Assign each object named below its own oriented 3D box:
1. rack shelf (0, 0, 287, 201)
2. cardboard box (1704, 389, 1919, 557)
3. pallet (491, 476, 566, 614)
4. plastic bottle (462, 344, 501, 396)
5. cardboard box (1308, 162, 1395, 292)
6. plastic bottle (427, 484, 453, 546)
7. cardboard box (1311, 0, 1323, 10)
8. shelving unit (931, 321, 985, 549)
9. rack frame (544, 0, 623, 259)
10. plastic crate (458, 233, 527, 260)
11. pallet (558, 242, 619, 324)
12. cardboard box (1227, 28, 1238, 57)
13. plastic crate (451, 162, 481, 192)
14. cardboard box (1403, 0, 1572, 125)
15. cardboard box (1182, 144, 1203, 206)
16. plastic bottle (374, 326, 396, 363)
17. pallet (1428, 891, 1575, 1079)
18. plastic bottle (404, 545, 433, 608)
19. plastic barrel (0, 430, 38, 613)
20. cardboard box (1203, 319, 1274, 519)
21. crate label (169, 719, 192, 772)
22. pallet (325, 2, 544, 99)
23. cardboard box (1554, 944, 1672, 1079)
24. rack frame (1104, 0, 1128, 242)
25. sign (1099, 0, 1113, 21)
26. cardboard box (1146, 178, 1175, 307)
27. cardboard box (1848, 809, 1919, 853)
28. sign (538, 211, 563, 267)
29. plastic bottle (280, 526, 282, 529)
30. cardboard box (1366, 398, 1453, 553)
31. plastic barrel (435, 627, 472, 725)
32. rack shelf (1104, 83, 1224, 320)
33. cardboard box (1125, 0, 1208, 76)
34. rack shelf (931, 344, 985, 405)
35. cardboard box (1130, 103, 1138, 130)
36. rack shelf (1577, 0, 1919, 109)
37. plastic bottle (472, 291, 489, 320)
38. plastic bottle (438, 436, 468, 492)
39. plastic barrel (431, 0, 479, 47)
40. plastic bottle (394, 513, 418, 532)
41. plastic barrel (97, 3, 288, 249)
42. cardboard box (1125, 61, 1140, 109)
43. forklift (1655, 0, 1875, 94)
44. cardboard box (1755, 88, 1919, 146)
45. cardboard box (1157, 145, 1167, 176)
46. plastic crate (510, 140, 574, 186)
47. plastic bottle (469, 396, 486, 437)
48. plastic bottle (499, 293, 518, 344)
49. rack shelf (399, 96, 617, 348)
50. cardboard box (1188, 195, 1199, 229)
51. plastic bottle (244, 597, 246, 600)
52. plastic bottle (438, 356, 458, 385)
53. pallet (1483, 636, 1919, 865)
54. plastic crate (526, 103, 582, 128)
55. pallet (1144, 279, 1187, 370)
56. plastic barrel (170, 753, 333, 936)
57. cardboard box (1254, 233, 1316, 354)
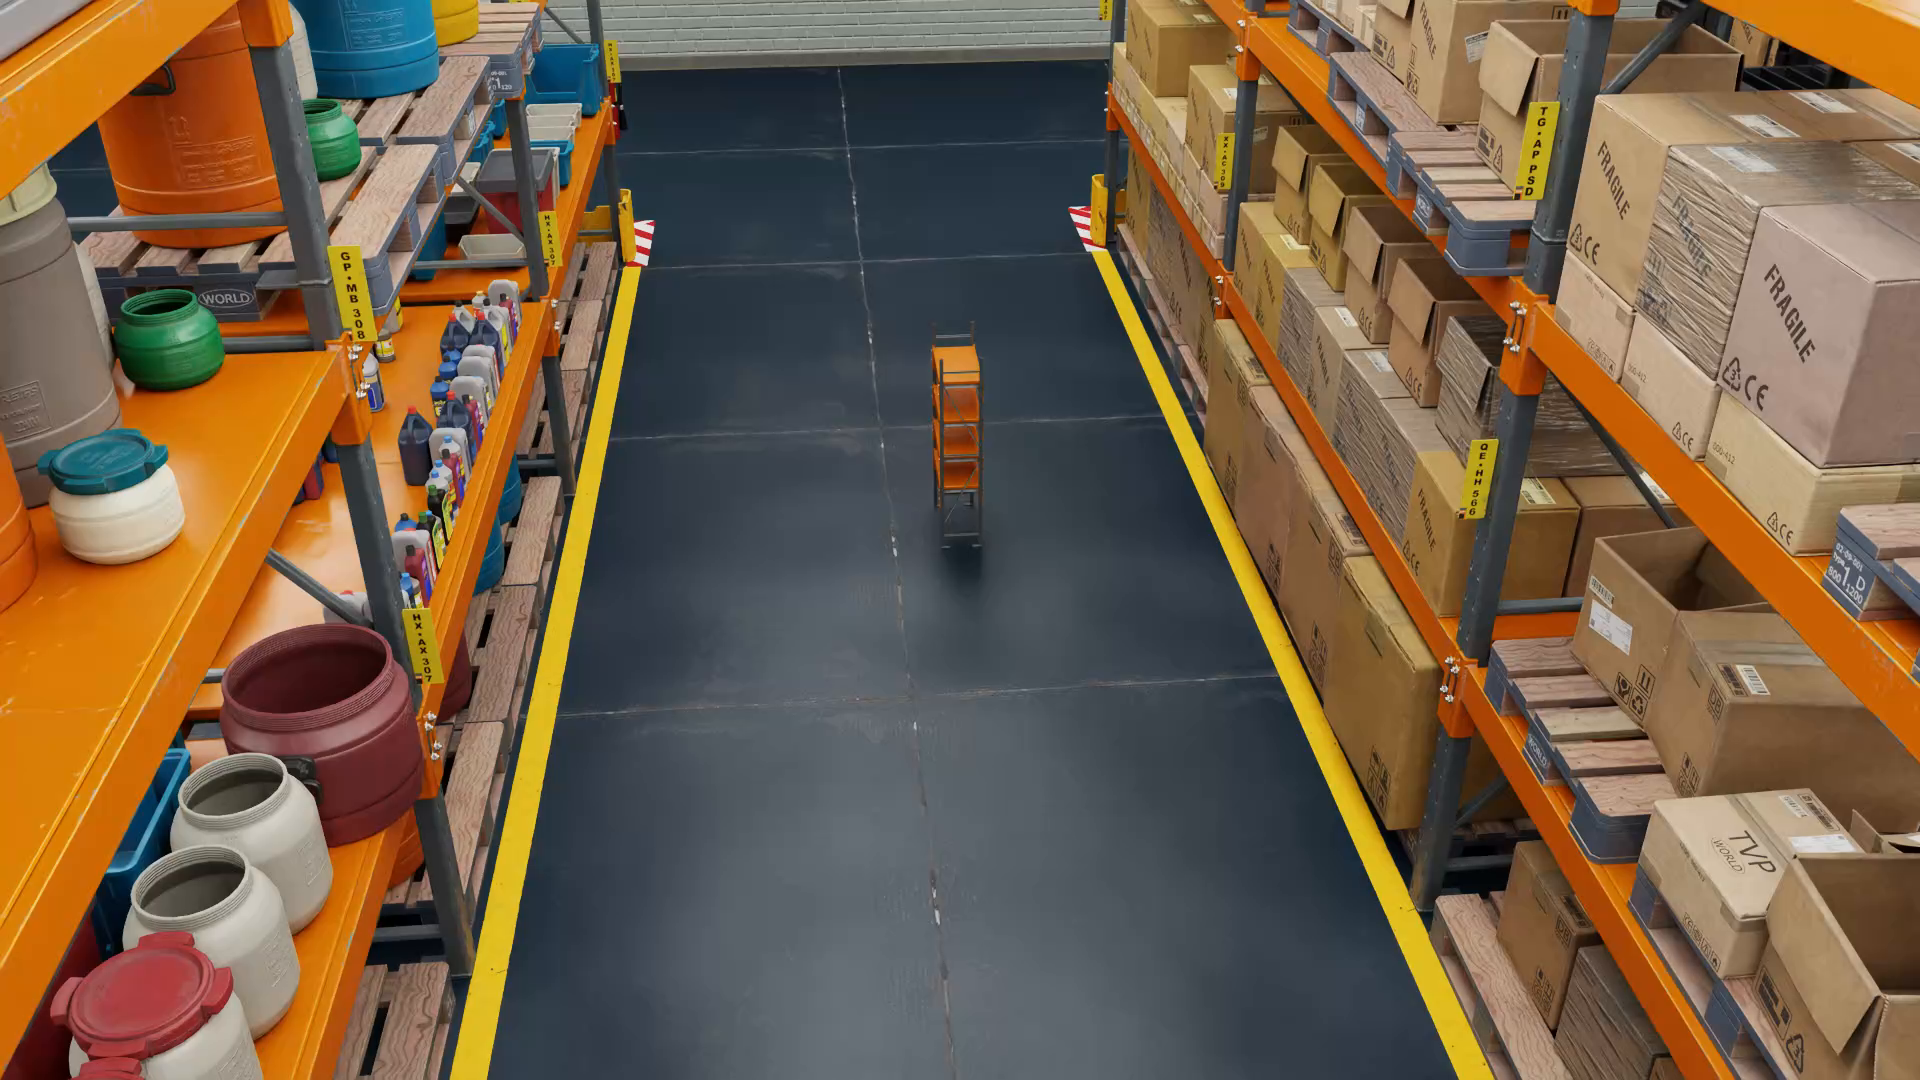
[{"bbox_3d":[-2.303,-0.587,3.050,1.077,0.370,4.000,-3,31,-5],"label":"rack shelf"},{"bbox_3d":[2.338,-0.198,4.378,0.500,0.250,0.500,-2,31,-4],"label":"cardboard box"},{"bbox_3d":[-2.833,0.037,9.482,1.003,0.211,1.213,-3,31,-5],"label":"pallet"},{"bbox_3d":[-2.423,-0.873,8.408,0.152,0.276,0.135,-3,31,-5],"label":"plastic bottle"},{"bbox_3d":[2.189,-1.590,8.412,0.797,0.503,0.637,-2,31,-4],"label":"cardboard box"},{"bbox_3d":[-2.240,-0.125,7.148,0.061,0.283,0.133,-3,31,-5],"label":"plastic bottle"},{"bbox_3d":[2.132,-3.008,8.430,0.700,0.500,0.500,-2,31,-3],"label":"cardboard box"},{"bbox_3d":[-0.015,-0.600,9.584,0.258,1.200,0.503,-3,31,-5],"label":"shelving unit"},{"bbox_3d":[-3.237,-3.598,12.849,1.000,3.000,0.127,-3,31,-5],"label":"rack frame"},{"bbox_3d":[-2.764,-1.713,9.892,0.396,0.136,0.243,-3,31,-5],"label":"plastic crate"},{"bbox_3d":[-3.198,-1.978,12.856,1.003,0.211,1.213,-3,31,-5],"label":"pallet"},{"bbox_3d":[2.002,-3.984,12.621,0.500,0.500,0.500,-2,31,-4],"label":"cardboard box"},{"bbox_3d":[-3.325,-2.343,10.947,0.293,0.136,0.466,-3,31,-5],"label":"plastic crate"},{"bbox_3d":[2.145,-2.006,6.752,0.500,0.500,0.500,-1,31,-2],"label":"cardboard box"},{"bbox_3d":[1.715,-2.333,10.588,0.500,0.250,0.500,-2,31,-3],"label":"cardboard box"},{"bbox_3d":[-3.043,-1.045,8.768,0.097,0.201,0.097,0,31,0],"label":"plastic bottle"},{"bbox_3d":[2.513,1.845,6.455,1.003,0.211,1.213,-3,31,-5],"label":"pallet"},{"bbox_3d":[-2.193,0.130,6.721,0.061,0.283,0.133,-3,31,-5],"label":"plastic bottle"},{"bbox_3d":[-2.568,-0.222,3.853,0.600,0.830,0.708,-3,31,-5],"label":"plastic barrel"},{"bbox_3d":[2.148,-0.735,9.719,1.225,0.875,0.875,-3,31,-4],"label":"cardboard box"},{"bbox_3d":[-2.823,0.791,5.664,0.303,0.233,0.416,-3,31,-5],"label":"crate label"},{"bbox_3d":[-2.693,-2.367,8.047,1.213,0.211,1.003,-3,31,-5],"label":"pallet"},{"bbox_3d":[2.589,1.757,5.892,0.700,0.500,0.500,-5,31,-9],"label":"cardboard box"},{"bbox_3d":[1.694,-3.835,13.246,1.000,3.000,0.127,-3,31,-5],"label":"rack frame"},{"bbox_3d":[1.141,-4.217,12.965,0.100,0.325,0.005,-3,31,-5],"label":"sign"},{"bbox_3d":[1.919,-2.316,12.365,0.875,0.875,0.875,-3,31,-5],"label":"cardboard box"},{"bbox_3d":[2.867,0.965,4.931,0.396,0.266,0.258,-4,31,-6],"label":"cardboard box"},{"bbox_3d":[-2.315,-1.700,9.402,0.100,0.325,0.005,-3,31,-5],"label":"sign"},{"bbox_3d":[-3.030,-0.140,7.253,0.097,0.201,0.097,0,31,0],"label":"plastic bottle"},{"bbox_3d":[2.108,-0.289,7.211,0.500,0.500,0.500,-3,31,-5],"label":"cardboard box"},{"bbox_3d":[-2.658,0.516,7.904,0.600,0.588,0.708,-3,31,-5],"label":"plastic barrel"},{"bbox_3d":[1.881,-2.505,11.721,1.077,0.370,4.000,-3,31,-5],"label":"rack shelf"},{"bbox_3d":[1.517,-3.707,12.157,0.500,0.500,0.500,-3,31,-6],"label":"cardboard box"},{"bbox_3d":[-0.015,-0.937,9.383,0.258,0.148,0.480,-3,31,-5],"label":"rack shelf"},{"bbox_3d":[1.474,-3.136,12.320,0.380,0.149,0.250,-3,31,-5],"label":"cardboard box"},{"bbox_3d":[2.629,-0.825,3.447,1.077,0.370,4.000,-3,31,-5],"label":"rack shelf"},{"bbox_3d":[-2.627,-1.269,9.144,0.097,0.201,0.097,0,31,0],"label":"plastic bottle"},{"bbox_3d":[-2.300,-0.345,7.528,0.097,0.271,0.097,0,31,0],"label":"plastic bottle"},{"bbox_3d":[-2.576,-2.648,7.741,0.600,0.588,0.600,0,31,0],"label":"plastic barrel"},{"bbox_3d":[-2.295,0.011,6.932,0.097,0.271,0.097,0,31,0],"label":"plastic bottle"},{"bbox_3d":[-2.540,-1.456,5.509,0.600,0.830,0.708,-3,31,-5],"label":"plastic barrel"},{"bbox_3d":[1.526,-3.376,12.333,0.500,0.250,0.500,-3,31,-5],"label":"cardboard box"},{"bbox_3d":[4.550,-1.639,9.637,1.130,2.935,3.031,-3,31,-6],"label":"forklift"},{"bbox_3d":[2.735,-1.065,5.097,0.500,0.500,0.500,-2,31,-3],"label":"cardboard box"},{"bbox_3d":[1.570,-2.611,11.442,0.380,0.149,0.250,-2,31,-4],"label":"cardboard box"},{"bbox_3d":[-2.790,-2.516,11.142,0.416,0.233,0.300,-3,31,-5],"label":"plastic crate"},{"bbox_3d":[-2.351,-0.596,8.017,0.097,0.201,0.097,0,31,0],"label":"plastic bottle"},{"bbox_3d":[-2.437,-1.204,8.955,0.061,0.283,0.133,-3,31,-5],"label":"plastic bottle"},{"bbox_3d":[-3.050,-2.268,11.324,1.077,0.370,4.000,-3,31,-5],"label":"rack shelf"},{"bbox_3d":[1.665,-2.088,10.566,0.380,0.149,0.250,-3,31,-5],"label":"cardboard box"},{"bbox_3d":[-2.975,0.158,6.754,0.097,0.201,0.097,0,31,0],"label":"plastic bottle"},{"bbox_3d":[-2.533,-0.787,8.268,0.097,0.271,0.097,0,31,0],"label":"plastic bottle"},{"bbox_3d":[2.614,0.690,5.857,1.213,0.211,1.003,-3,31,-5],"label":"pallet"},{"bbox_3d":[-2.980,-3.103,12.219,0.396,0.136,0.243,-3,31,-5],"label":"plastic crate"},{"bbox_3d":[1.958,-1.612,12.244,1.003,0.211,1.213,-3,31,-5],"label":"pallet"},{"bbox_3d":[-2.181,0.953,5.120,0.421,0.512,0.421,0,31,0],"label":"plastic barrel"},{"bbox_3d":[1.910,-1.333,8.959,0.500,0.500,0.500,-3,31,-5],"label":"cardboard box"}]
